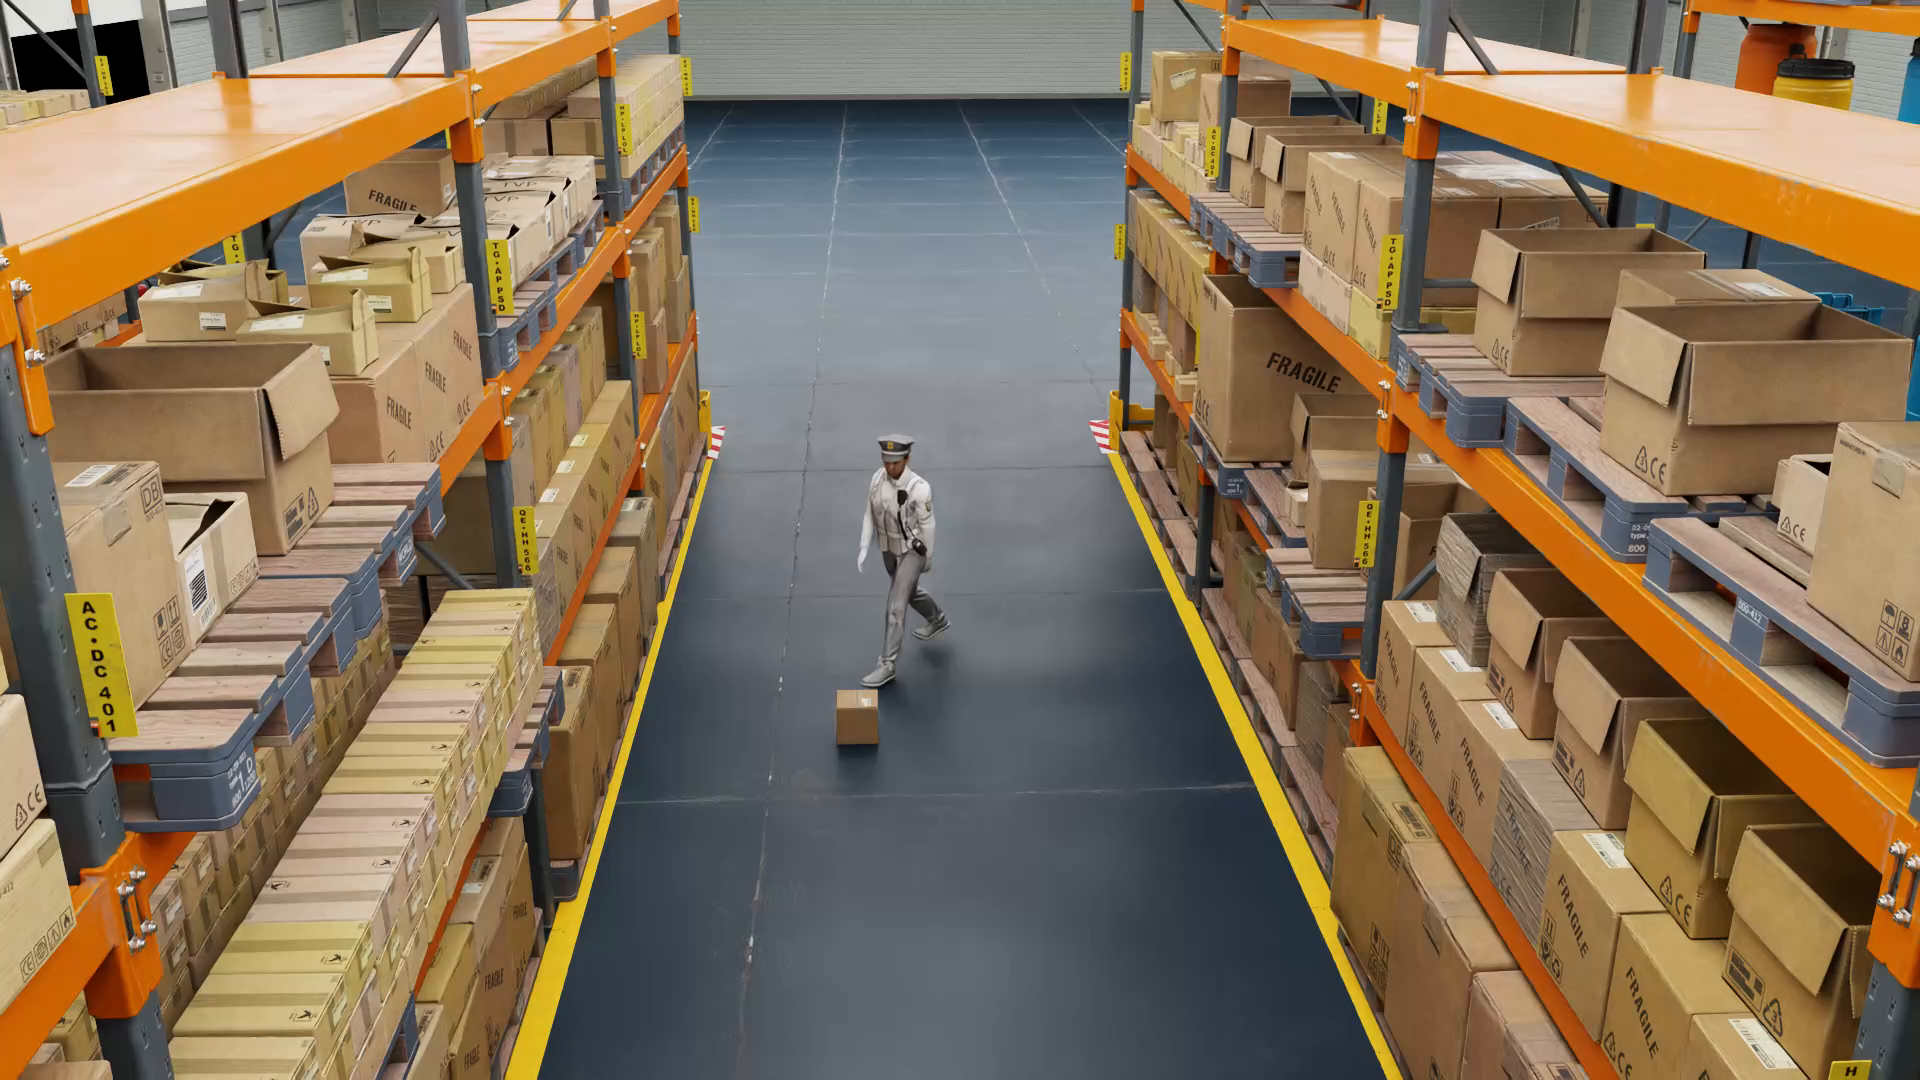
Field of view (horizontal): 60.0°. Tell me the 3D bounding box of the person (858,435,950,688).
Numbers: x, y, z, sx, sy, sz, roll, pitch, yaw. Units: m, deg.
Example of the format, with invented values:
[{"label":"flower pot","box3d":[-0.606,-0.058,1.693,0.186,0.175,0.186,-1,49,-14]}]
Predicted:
[{"label":"person","box3d":[-0.374,0.061,10.924,0.471,1.620,0.970,19,27,40]}]
